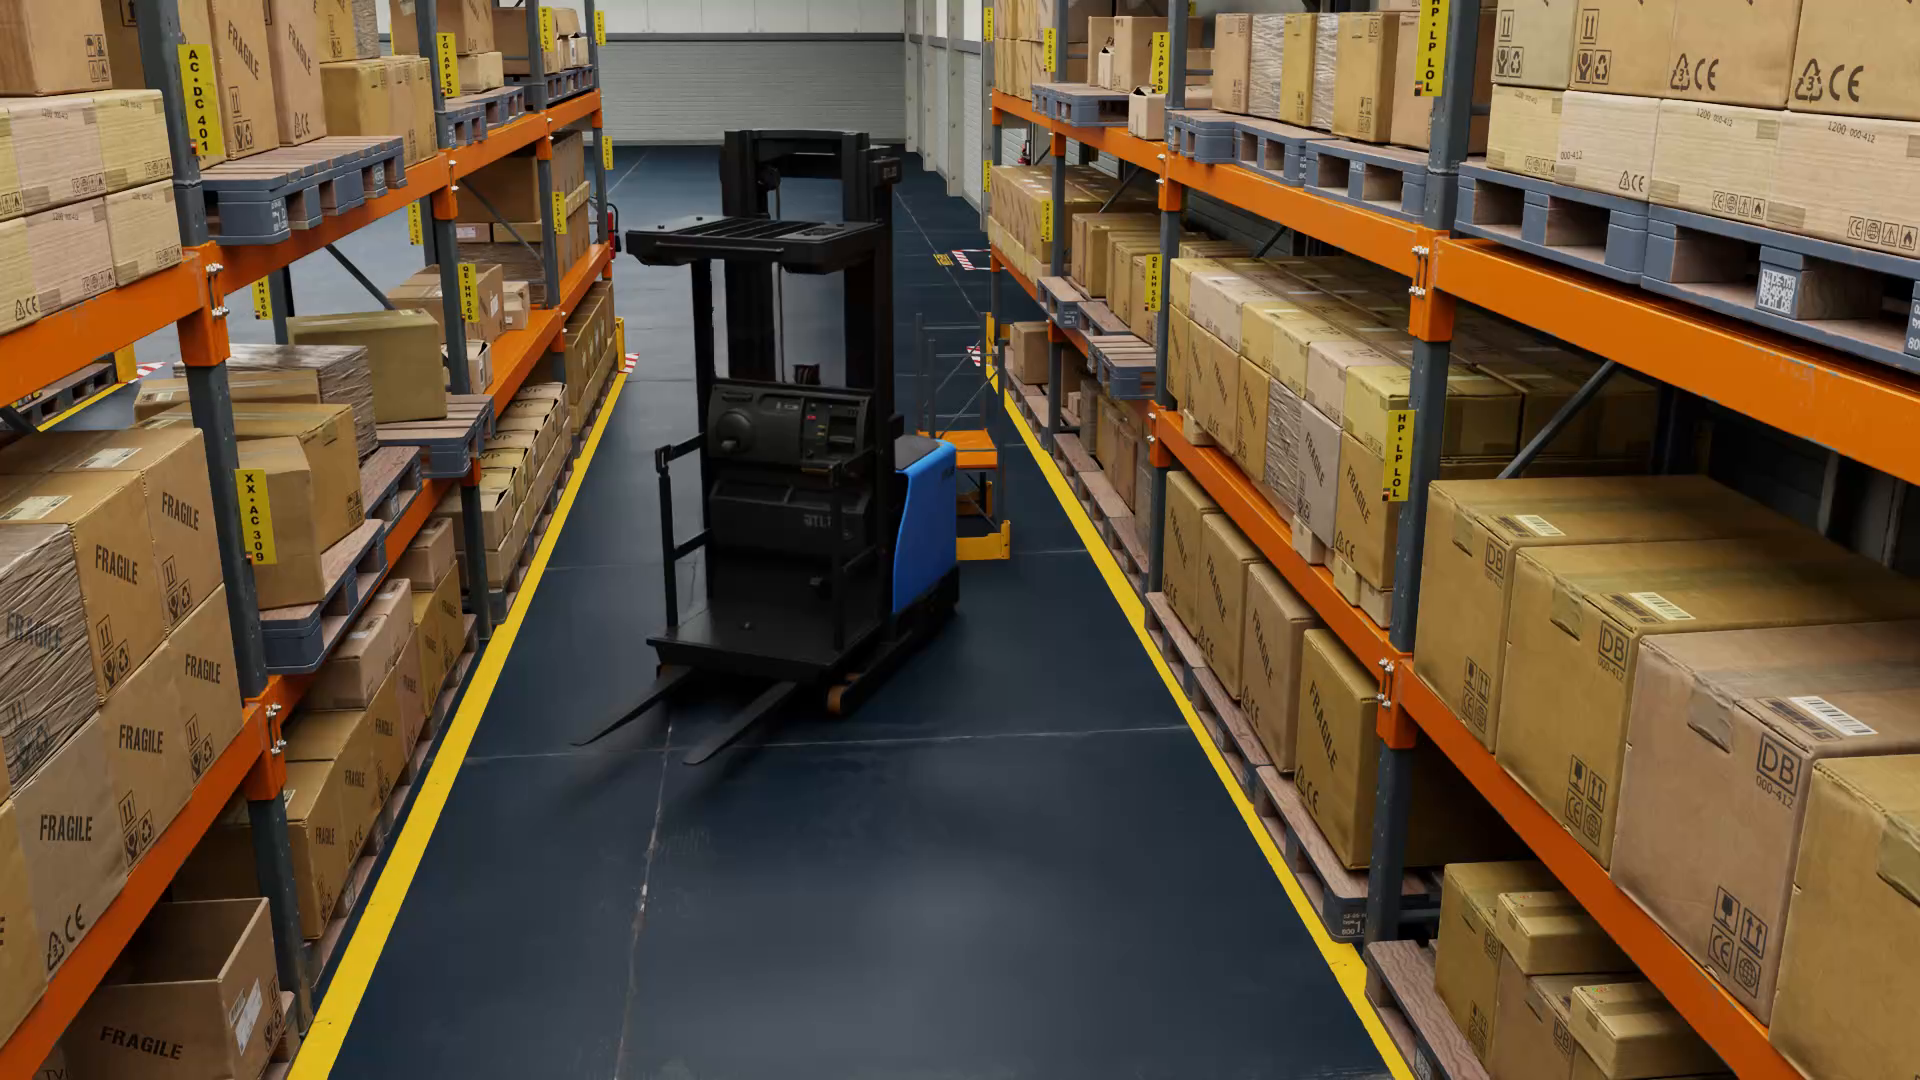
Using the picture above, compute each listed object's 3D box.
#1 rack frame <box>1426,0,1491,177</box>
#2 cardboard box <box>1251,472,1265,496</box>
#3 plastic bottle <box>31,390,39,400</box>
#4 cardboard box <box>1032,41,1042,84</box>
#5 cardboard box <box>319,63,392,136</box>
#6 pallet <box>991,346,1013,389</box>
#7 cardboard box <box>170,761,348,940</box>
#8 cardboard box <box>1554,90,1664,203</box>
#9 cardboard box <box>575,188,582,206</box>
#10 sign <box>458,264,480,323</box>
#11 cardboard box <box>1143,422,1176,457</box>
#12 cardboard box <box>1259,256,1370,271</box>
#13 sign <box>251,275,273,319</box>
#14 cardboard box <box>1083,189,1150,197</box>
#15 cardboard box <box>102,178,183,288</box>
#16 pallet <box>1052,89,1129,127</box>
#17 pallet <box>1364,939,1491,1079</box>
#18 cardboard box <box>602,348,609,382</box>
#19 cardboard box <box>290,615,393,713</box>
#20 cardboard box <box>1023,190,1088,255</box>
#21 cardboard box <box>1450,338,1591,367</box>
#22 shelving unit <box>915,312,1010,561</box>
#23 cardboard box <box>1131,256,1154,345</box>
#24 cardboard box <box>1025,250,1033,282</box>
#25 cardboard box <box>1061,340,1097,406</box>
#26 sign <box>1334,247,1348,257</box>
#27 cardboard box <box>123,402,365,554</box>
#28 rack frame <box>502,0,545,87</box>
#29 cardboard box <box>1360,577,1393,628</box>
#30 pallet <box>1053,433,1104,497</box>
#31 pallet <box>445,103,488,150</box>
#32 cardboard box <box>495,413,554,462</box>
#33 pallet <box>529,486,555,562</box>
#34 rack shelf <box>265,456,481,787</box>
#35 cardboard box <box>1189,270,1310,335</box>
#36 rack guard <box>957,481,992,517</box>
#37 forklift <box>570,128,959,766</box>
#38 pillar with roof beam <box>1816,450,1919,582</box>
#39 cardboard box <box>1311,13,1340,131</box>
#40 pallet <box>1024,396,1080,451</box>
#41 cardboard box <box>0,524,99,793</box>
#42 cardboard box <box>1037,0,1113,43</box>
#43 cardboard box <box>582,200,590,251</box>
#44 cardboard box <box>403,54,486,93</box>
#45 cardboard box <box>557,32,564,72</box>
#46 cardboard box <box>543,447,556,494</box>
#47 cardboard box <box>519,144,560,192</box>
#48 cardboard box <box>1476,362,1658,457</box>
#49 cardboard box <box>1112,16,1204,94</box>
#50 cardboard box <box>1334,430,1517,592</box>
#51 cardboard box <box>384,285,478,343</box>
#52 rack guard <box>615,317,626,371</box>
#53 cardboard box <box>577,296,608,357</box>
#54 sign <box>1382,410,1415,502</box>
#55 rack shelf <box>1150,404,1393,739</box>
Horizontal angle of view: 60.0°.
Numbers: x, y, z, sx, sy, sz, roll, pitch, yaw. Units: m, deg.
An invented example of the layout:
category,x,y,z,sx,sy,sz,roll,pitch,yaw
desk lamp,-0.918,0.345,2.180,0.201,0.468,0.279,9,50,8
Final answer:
category,x,y,z,sx,sy,sz,roll,pitch,yaw
rack frame,2.071,-2.660,5.126,1.000,3.000,0.127,-2,18,-6
cardboard box,1.631,-0.317,8.065,0.380,0.149,0.250,-2,18,-5
plastic bottle,-8.366,-1.413,14.970,0.061,0.283,0.133,-1,17,-4
cardboard box,0.908,-3.963,14.085,0.500,0.500,0.500,-3,18,-10
cardboard box,-3.084,-1.878,7.477,0.910,0.500,0.500,-2,18,-6
pallet,0.889,-1.777,16.984,1.003,0.211,1.213,-2,18,-6
cardboard box,-2.664,1.188,6.325,0.500,0.500,0.500,-3,18,-8
cardboard box,1.918,-1.039,4.353,0.500,0.250,0.500,-2,18,-7
cardboard box,-3.786,-3.239,15.736,0.380,0.149,0.250,-2,17,-5
sign,-2.730,-1.369,9.230,0.100,0.325,0.005,-2,18,-6
cardboard box,1.535,-0.749,11.242,0.500,0.250,0.500,-1,17,-5
cardboard box,1.963,-1.419,9.241,0.500,0.250,0.500,-1,17,-4
sign,-3.821,-1.369,9.098,0.100,0.325,0.005,-2,18,-6
cardboard box,1.355,-2.778,14.482,0.500,0.500,0.500,-2,18,-6
cardboard box,-2.542,-0.866,4.671,0.500,0.250,0.500,-2,18,-6
pallet,1.313,-3.026,11.615,1.213,0.211,1.003,-2,18,-6
pallet,2.071,1.762,5.713,1.003,0.211,1.213,-2,18,-6
cardboard box,-3.628,-1.659,15.843,0.500,0.250,0.500,-2,18,-6
cardboard box,-2.767,0.532,7.162,0.500,0.250,0.500,-2,18,-6
cardboard box,0.832,-2.757,14.415,0.500,0.500,0.500,-2,18,-6
cardboard box,2.222,-0.655,6.808,0.500,0.250,0.500,-2,17,-5
shelving unit,-0.008,-0.738,11.525,0.587,1.500,1.083,-2,18,-6
cardboard box,1.515,-1.552,10.712,0.700,0.500,0.500,-3,18,-11
cardboard box,0.852,-2.399,14.529,0.500,0.250,0.500,-2,18,-5
cardboard box,1.099,-1.506,14.906,0.500,0.500,0.500,-3,18,-10
sign,2.210,-1.560,9.705,0.100,0.325,0.005,-2,18,-6
cardboard box,-2.817,-0.242,6.574,0.700,0.500,0.500,1,17,3
rack frame,-3.681,-4.889,12.227,1.000,3.000,0.127,-2,18,-6
cardboard box,1.754,0.221,6.352,0.380,0.149,0.250,-2,18,-5
pallet,1.327,-0.619,13.295,1.003,0.211,1.213,-2,18,-6
pallet,-3.428,-2.376,9.544,1.213,0.211,1.003,-1,17,-3
cardboard box,-3.245,-0.768,12.067,0.500,0.311,0.500,-2,18,-6
pallet,-3.438,-0.114,11.687,1.003,0.211,1.213,-2,18,-6
rack shelf,-3.063,0.104,7.539,1.077,0.370,4.000,-2,18,-6
cardboard box,1.505,-1.243,8.679,0.500,0.250,0.500,-2,18,-6
rack guard,-0.059,-0.290,12.185,0.587,0.250,0.087,-2,18,-6
forklift,-1.000,-0.612,8.733,1.130,2.935,3.031,6,19,20
pillar with roof beam,-1.279,-2.345,4.123,9.100,9.000,0.400,-2,18,-6
cardboard box,1.979,-2.067,7.344,0.700,0.500,0.500,-2,18,-6
pallet,1.141,-1.050,14.668,1.003,0.211,1.213,-2,18,-6
cardboard box,-2.439,0.277,3.950,0.500,0.500,0.500,-2,18,-5
cardboard box,0.924,-4.287,13.448,0.500,0.500,0.500,-3,18,-10
cardboard box,-4.059,-3.127,16.462,0.700,0.500,0.500,-2,18,-6
cardboard box,-3.568,-3.239,11.529,0.500,0.250,0.500,-3,18,-11
cardboard box,-3.527,-4.002,13.622,0.500,0.311,0.500,-3,18,-9
cardboard box,-3.247,-0.498,12.144,0.500,0.250,0.500,-1,17,-4
cardboard box,-3.838,-3.125,14.291,0.700,0.500,0.500,-2,18,-6
cardboard box,2.282,-0.500,6.312,0.500,0.250,0.500,-1,17,-4
cardboard box,1.350,-3.327,11.392,0.500,0.500,0.500,-2,18,-8
cardboard box,1.772,-0.127,6.375,0.500,0.500,0.500,-2,18,-7
cardboard box,-3.458,-1.382,10.905,0.500,0.500,0.500,-3,18,-9
rack guard,-4.096,-2.033,17.319,1.175,0.500,0.348,-2,18,-6
cardboard box,-3.625,-2.017,15.731,0.500,0.500,0.500,-2,18,-6
sign,1.532,-0.293,5.800,0.100,0.325,0.005,-2,18,-6
rack shelf,1.864,-0.050,8.030,1.077,0.370,4.000,-2,18,-6
